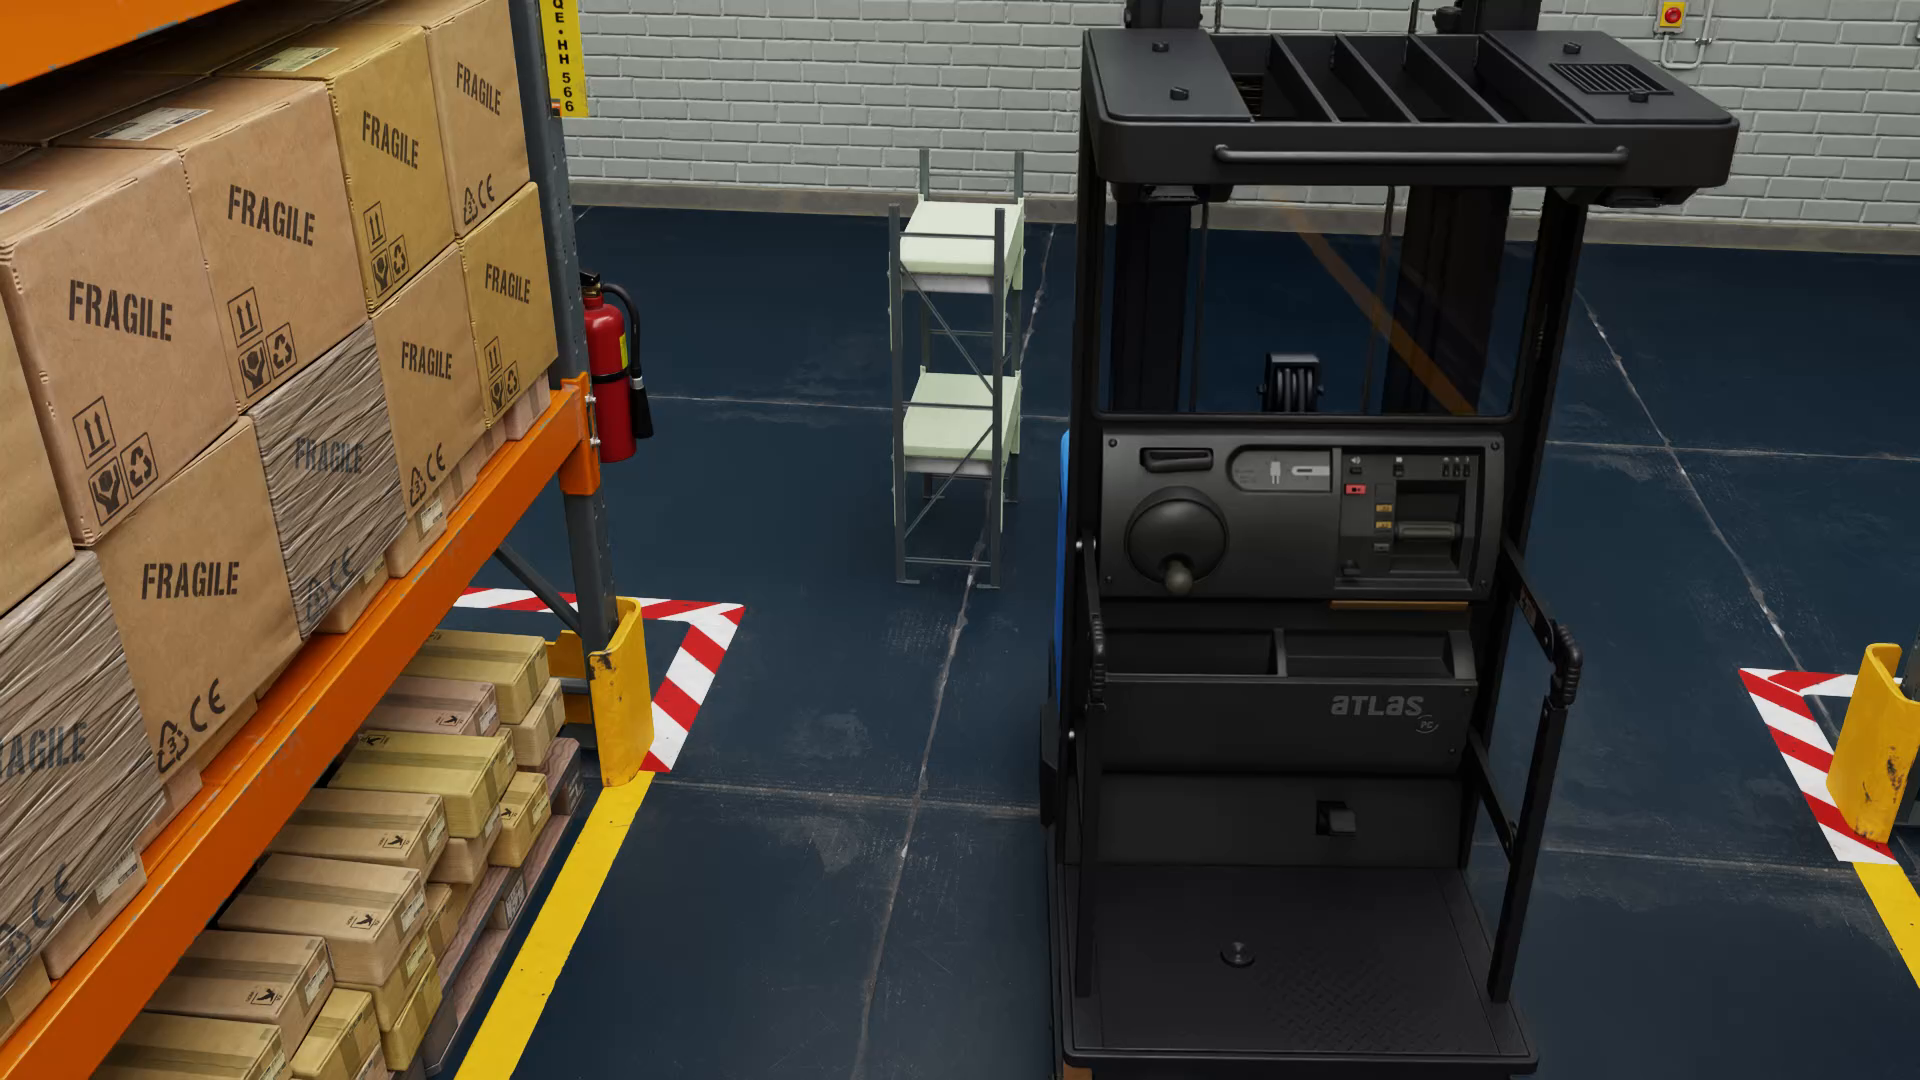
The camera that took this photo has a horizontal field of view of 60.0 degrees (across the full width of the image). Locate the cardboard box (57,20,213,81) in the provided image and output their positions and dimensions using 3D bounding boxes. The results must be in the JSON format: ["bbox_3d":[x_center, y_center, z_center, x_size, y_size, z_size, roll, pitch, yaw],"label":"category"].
[{"bbox_3d":[-1.975,-0.862,3.715,0.500,0.500,0.500,4,29,8],"label":"cardboard box"}]

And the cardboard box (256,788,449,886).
[{"bbox_3d":[-1.503,0.754,4.124,0.380,0.149,0.250,2,28,4],"label":"cardboard box"}]

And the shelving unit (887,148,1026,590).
[{"bbox_3d":[-0.001,-0.657,6.388,0.431,1.500,0.755,3,28,6],"label":"shelving unit"}]

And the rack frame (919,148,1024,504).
[{"bbox_3d":[0.044,-0.829,6.708,0.400,1.500,0.023,3,28,6],"label":"rack frame"}]

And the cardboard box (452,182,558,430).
[{"bbox_3d":[-1.401,-0.630,4.337,0.500,0.500,0.500,4,29,7],"label":"cardboard box"}]

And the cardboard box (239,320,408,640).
[{"bbox_3d":[-1.522,-0.148,3.444,0.500,0.500,0.500,3,29,6],"label":"cardboard box"}]

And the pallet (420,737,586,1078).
[{"bbox_3d":[-1.745,0.963,4.741,1.003,0.211,1.213,3,28,6],"label":"pallet"}]

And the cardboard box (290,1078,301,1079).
[{"bbox_3d":[-1.551,1.263,3.492,0.380,0.149,0.250,4,29,7],"label":"cardboard box"}]

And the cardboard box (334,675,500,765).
[{"bbox_3d":[-1.502,0.506,4.584,0.380,0.149,0.250,4,29,7],"label":"cardboard box"}]

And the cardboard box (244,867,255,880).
[{"bbox_3d":[-1.958,0.862,4.550,0.380,0.149,0.250,4,29,7],"label":"cardboard box"}]

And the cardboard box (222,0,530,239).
[{"bbox_3d":[-1.411,-1.066,4.094,0.500,0.500,0.500,3,28,5],"label":"cardboard box"}]

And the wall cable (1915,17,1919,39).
[{"bbox_3d":[5.401,-3.467,8.951,0.588,1.984,0.122,3,28,6],"label":"wall cable"}]

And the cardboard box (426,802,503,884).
[{"bbox_3d":[-1.445,0.768,4.412,0.380,0.149,0.250,2,28,4],"label":"cardboard box"}]

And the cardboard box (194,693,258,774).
[{"bbox_3d":[-1.622,0.326,3.246,0.380,0.149,0.250,4,29,7],"label":"cardboard box"}]

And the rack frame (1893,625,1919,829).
[{"bbox_3d":[3.324,-0.441,4.406,1.000,3.000,0.127,3,28,6],"label":"rack frame"}]

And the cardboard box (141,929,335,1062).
[{"bbox_3d":[-1.623,1.001,3.665,0.380,0.149,0.250,2,28,4],"label":"cardboard box"}]

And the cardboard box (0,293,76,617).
[{"bbox_3d":[-1.653,-0.092,2.285,0.500,0.500,0.500,4,29,7],"label":"cardboard box"}]

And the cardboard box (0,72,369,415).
[{"bbox_3d":[-1.527,-0.583,3.196,0.500,0.500,0.500,5,29,9],"label":"cardboard box"}]

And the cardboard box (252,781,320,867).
[{"bbox_3d":[-1.952,0.736,4.471,0.380,0.149,0.250,4,29,7],"label":"cardboard box"}]

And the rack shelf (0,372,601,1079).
[{"bbox_3d":[-1.846,0.577,3.275,1.077,0.370,4.000,3,28,6],"label":"rack shelf"}]

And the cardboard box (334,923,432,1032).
[{"bbox_3d":[-1.495,1.012,3.958,0.380,0.149,0.250,4,29,7],"label":"cardboard box"}]

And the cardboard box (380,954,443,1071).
[{"bbox_3d":[-1.494,1.136,4.042,0.380,0.149,0.250,2,28,4],"label":"cardboard box"}]

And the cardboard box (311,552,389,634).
[{"bbox_3d":[-1.514,0.077,3.709,0.380,0.149,0.250,2,28,4],"label":"cardboard box"}]

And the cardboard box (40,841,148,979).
[{"bbox_3d":[-1.619,0.575,2.784,0.380,0.149,0.250,5,29,8],"label":"cardboard box"}]

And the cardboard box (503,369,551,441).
[{"bbox_3d":[-1.361,-0.401,4.596,0.380,0.149,0.250,3,28,6],"label":"cardboard box"}]

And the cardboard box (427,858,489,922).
[{"bbox_3d":[-1.508,0.895,4.489,0.380,0.149,0.250,3,28,6],"label":"cardboard box"}]

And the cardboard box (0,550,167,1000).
[{"bbox_3d":[-1.630,0.340,2.537,0.500,0.500,0.500,3,28,5],"label":"cardboard box"}]

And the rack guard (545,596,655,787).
[{"bbox_3d":[-1.611,0.455,5.378,1.175,0.500,0.348,3,28,6],"label":"rack guard"}]

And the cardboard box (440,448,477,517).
[{"bbox_3d":[-1.444,-0.167,4.162,0.380,0.149,0.250,3,28,6],"label":"cardboard box"}]

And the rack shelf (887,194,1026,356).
[{"bbox_3d":[-0.001,-1.001,6.203,0.431,0.370,0.720,3,28,6],"label":"rack shelf"}]

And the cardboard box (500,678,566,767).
[{"bbox_3d":[-1.383,0.523,4.866,0.380,0.149,0.250,3,28,5],"label":"cardboard box"}]

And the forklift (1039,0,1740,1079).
[{"bbox_3d":[0.792,-0.016,3.689,1.130,2.935,3.031,1,28,1],"label":"forklift"}]

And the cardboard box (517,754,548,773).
[{"bbox_3d":[-1.459,0.649,4.946,0.380,0.149,0.250,4,29,7],"label":"cardboard box"}]
